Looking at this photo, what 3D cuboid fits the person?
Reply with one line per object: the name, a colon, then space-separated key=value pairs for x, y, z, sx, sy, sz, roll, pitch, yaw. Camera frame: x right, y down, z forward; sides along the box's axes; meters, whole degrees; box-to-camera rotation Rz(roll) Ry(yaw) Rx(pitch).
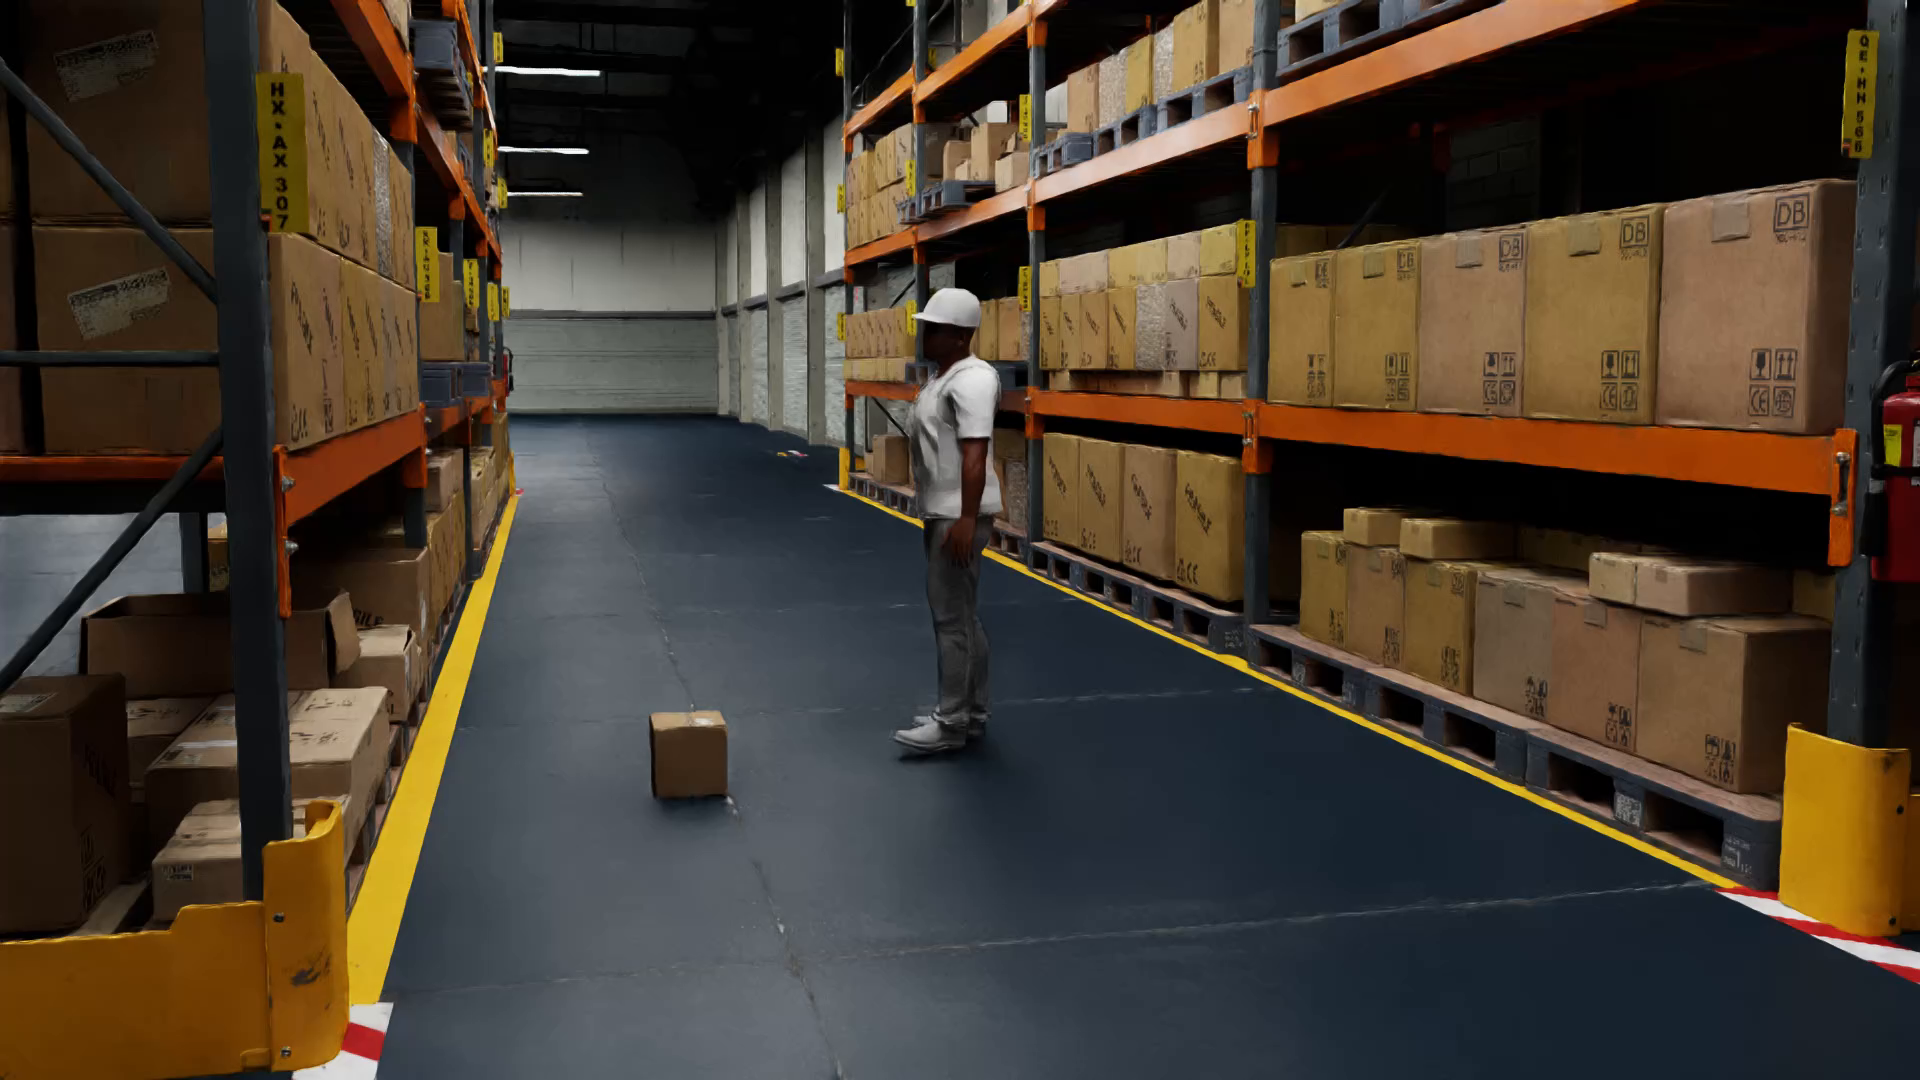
person: x=-0.074 y=-0.087 z=6.478 sx=0.440 sy=1.770 sz=0.678 roll=-1 pitch=6 yaw=-12
